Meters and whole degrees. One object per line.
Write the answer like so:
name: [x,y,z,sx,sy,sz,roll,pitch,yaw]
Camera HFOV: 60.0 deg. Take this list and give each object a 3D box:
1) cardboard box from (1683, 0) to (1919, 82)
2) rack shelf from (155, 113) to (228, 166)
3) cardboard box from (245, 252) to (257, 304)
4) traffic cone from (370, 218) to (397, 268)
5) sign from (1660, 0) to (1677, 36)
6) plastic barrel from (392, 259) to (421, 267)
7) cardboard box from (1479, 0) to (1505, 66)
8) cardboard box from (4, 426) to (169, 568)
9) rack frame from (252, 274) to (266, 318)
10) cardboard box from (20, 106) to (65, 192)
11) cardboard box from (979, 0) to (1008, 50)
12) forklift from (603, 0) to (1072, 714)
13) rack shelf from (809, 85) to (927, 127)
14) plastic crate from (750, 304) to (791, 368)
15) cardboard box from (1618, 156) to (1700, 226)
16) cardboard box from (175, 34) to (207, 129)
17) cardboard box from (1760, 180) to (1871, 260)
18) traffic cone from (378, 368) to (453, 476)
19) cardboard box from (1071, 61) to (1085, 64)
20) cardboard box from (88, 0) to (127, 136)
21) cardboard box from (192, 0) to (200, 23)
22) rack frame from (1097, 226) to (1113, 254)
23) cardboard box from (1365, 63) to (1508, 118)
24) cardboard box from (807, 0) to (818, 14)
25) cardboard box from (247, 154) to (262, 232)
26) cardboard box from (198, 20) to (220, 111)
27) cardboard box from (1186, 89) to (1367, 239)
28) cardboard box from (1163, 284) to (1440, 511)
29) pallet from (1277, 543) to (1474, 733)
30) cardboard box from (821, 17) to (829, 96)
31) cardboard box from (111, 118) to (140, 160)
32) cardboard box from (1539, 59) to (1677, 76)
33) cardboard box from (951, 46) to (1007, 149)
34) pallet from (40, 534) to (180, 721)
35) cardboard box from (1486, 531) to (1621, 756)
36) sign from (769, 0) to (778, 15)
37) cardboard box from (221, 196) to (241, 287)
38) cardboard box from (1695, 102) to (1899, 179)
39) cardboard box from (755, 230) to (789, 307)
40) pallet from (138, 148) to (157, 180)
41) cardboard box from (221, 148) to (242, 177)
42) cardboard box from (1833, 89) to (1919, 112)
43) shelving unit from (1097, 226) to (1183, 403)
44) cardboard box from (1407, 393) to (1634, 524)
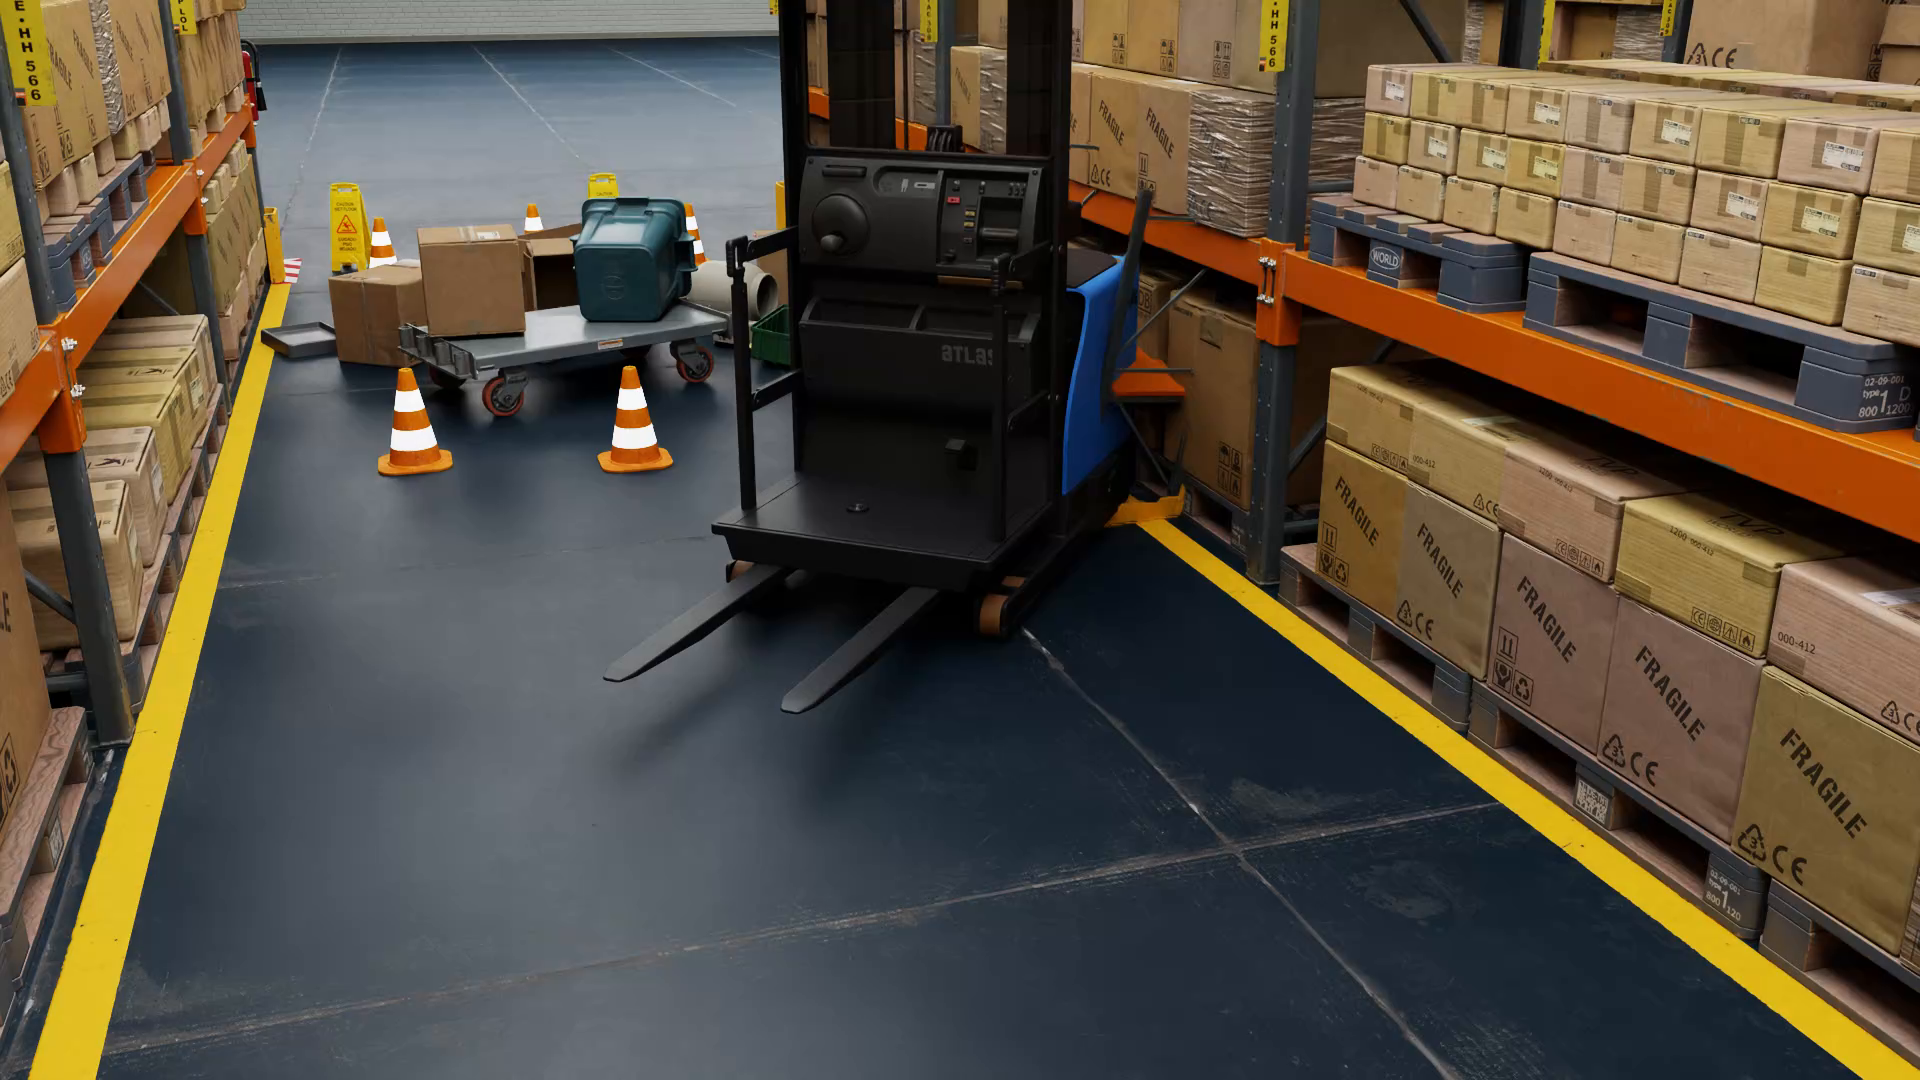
cardboard box: [5.171,-3.296,10.458,1.134,1.210,1.638,-6,21,-17]
rack shelf: [-4.944,-2.419,9.990,0.919,0.124,3.809,-6,21,-17]
cardboard box: [-4.738,-1.646,10.508,0.500,0.250,0.500,-7,21,-19]
traffic cone: [-4.212,-2.113,12.114,0.336,0.463,0.334,-6,21,-17]
sign: [4.580,-3.424,10.732,0.100,0.325,0.005,-6,21,-17]
plastic barrel: [-3.486,-1.593,10.726,0.512,0.421,0.421,8,21,20]
cardboard box: [4.516,-3.894,12.732,0.875,0.500,0.500,-6,21,-17]
cardboard box: [-3.465,-0.120,6.079,0.950,0.372,0.625,-7,21,-18]
rack frame: [-5.326,-1.707,11.355,1.003,0.211,1.213,-6,21,-17]
cardboard box: [-2.979,-1.294,4.873,0.500,0.500,0.500,-7,21,-19]
cardboard box: [0.514,-2.941,9.041,0.700,0.500,0.500,-7,21,-18]
forklift: [-0.529,-1.350,6.338,2.033,2.935,3.733,8,21,20]
rack shelf: [-0.276,-3.011,11.532,0.919,0.052,3.809,-6,21,-17]
plastic crate: [-0.946,-1.203,9.902,0.450,0.188,0.662,13,22,7]
cardboard box: [1.977,-0.929,4.375,0.380,0.149,0.250,-7,21,-18]
cardboard box: [-4.189,-2.382,8.523,0.500,0.500,0.500,-6,21,-17]
cardboard box: [2.137,-0.764,3.916,0.380,0.149,0.250,-6,21,-17]
traffic cone: [-2.596,-0.581,7.850,0.336,0.463,0.334,-6,21,-17]
cardboard box: [0.576,-2.109,8.204,0.500,0.500,0.500,-6,21,-17]
cardboard box: [-3.473,-1.792,6.258,0.500,0.500,0.500,-7,21,-19]
cardboard box: [-4.247,-2.846,8.335,0.700,0.500,0.500,-7,21,-18]
rack frame: [0.423,-1.173,7.644,0.500,1.500,0.032,-2,29,-24]
cardboard box: [1.572,-1.488,5.492,0.380,0.149,0.250,-6,21,-17]
cardboard box: [-0.825,-4.322,12.692,0.875,0.550,0.550,-6,21,-17]
cardboard box: [-3.210,-0.897,5.111,0.853,1.989,13.684,-6,21,-17]
cardboard box: [-4.514,-2.703,9.417,0.500,0.500,0.500,-7,21,-18]
cardboard box: [1.213,-1.462,6.401,0.500,0.500,0.500,-6,21,-17]
cardboard box: [1.504,-0.643,6.975,1.050,0.750,0.750,-7,21,-18]
pallet: [1.854,0.264,5.868,1.003,0.211,1.213,-6,21,-17]
cardboard box: [-0.495,-3.455,11.877,0.875,0.550,0.550,-6,21,-17]
cardboard box: [-3.584,-1.639,6.792,0.380,0.149,0.250,-6,21,-17]
cardboard box: [2.199,-1.550,5.664,0.380,0.149,0.250,-7,21,-19]
cardboard box: [0.262,-2.432,9.103,0.500,0.500,0.500,-6,21,-17]
pallet: [-3.302,0.321,5.711,1.003,0.211,1.213,-6,21,-17]
cardboard box: [1.917,0.259,4.834,0.500,0.500,0.500,-7,21,-19]
sign: [-1.434,-4.254,12.924,0.100,0.325,0.005,-6,21,-17]
cardboard box: [-4.423,-1.669,9.463,0.500,0.500,0.500,-6,20,-15]
cardboard box: [2.061,-0.987,4.098,0.380,0.149,0.250,-7,21,-18]
cardboard box: [-1.110,-1.796,11.174,0.500,0.500,0.500,-3,20,-8]
pallet: [-4.213,-1.673,7.421,1.003,0.211,1.213,-6,21,-17]
cardboard box: [-4.736,-2.364,10.437,0.380,0.149,0.250,-5,20,-15]
cardboard box: [2.603,-1.134,4.508,0.380,0.149,0.250,-5,20,-15]
shelving unit: [0.602,-0.948,7.264,0.500,1.500,0.985,-2,29,-24]
cardboard box: [1.756,-0.263,5.179,0.500,0.250,0.500,-7,21,-18]
